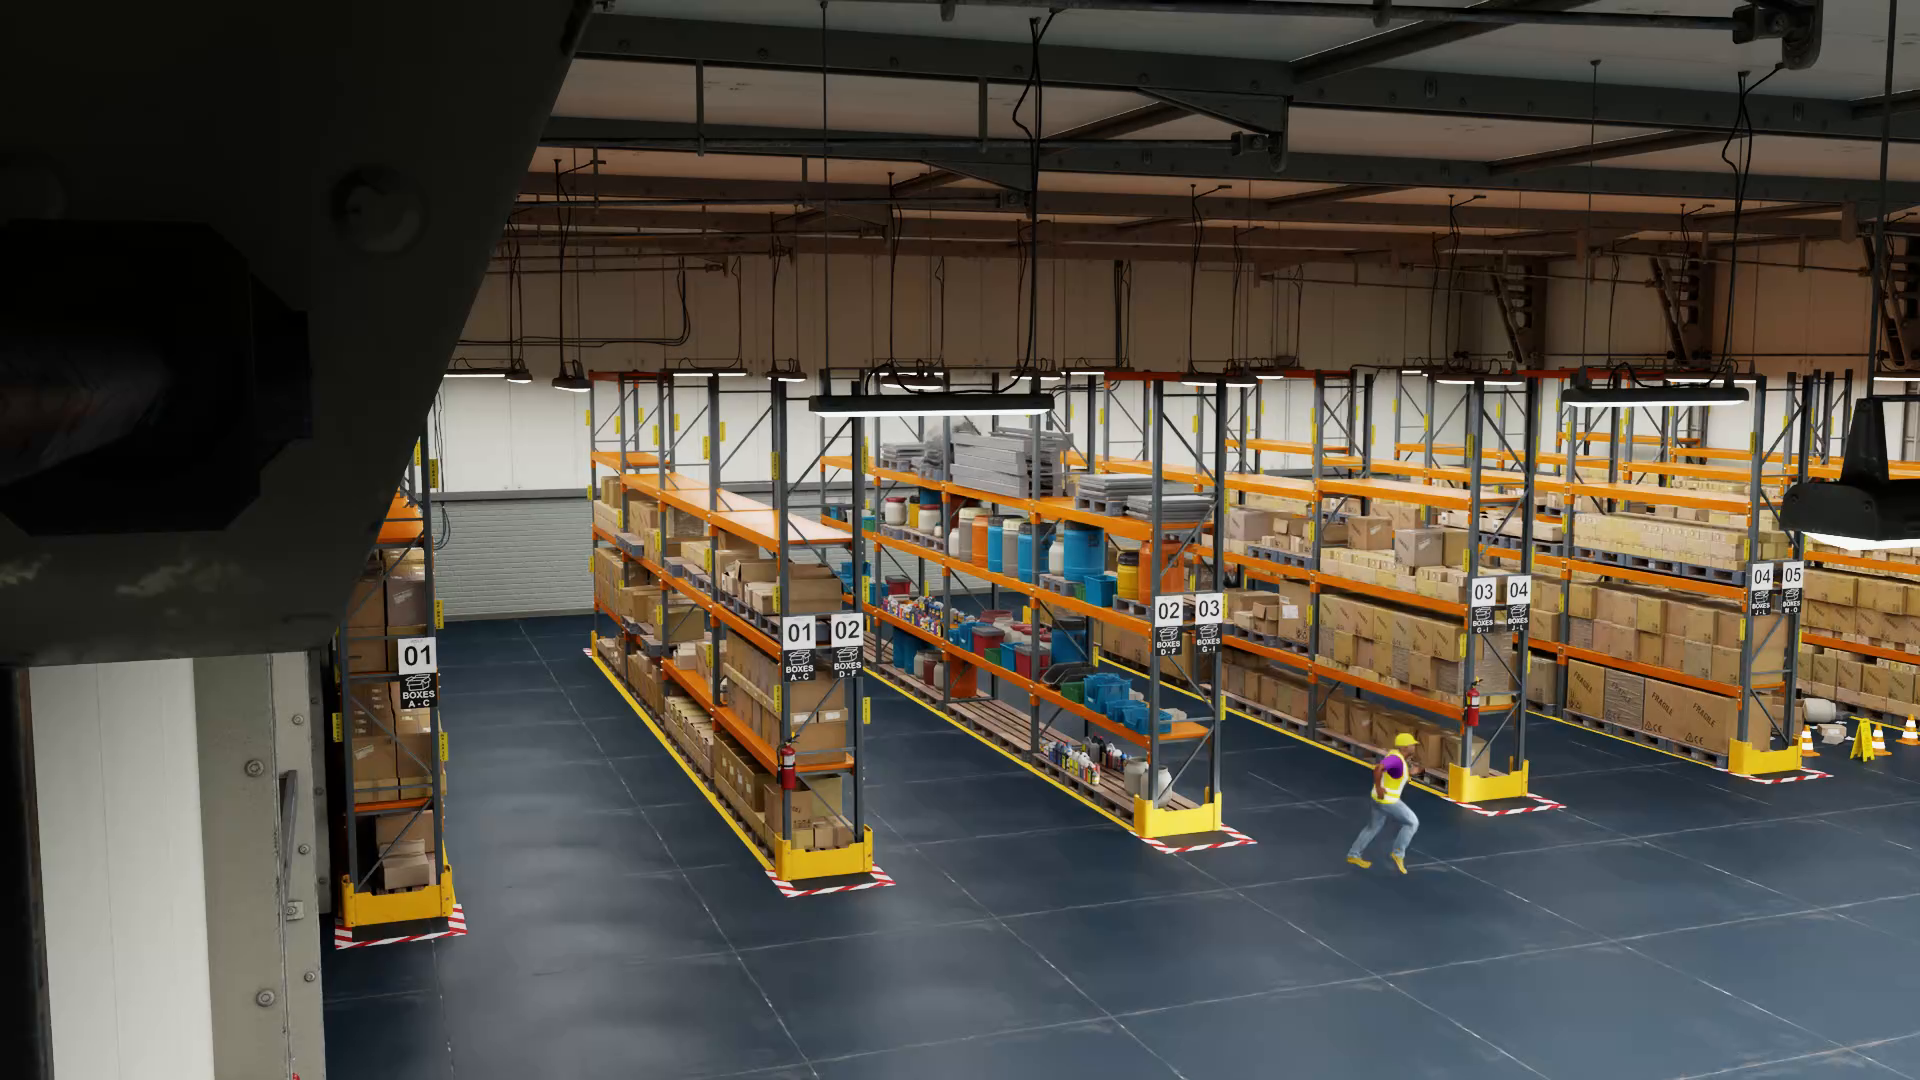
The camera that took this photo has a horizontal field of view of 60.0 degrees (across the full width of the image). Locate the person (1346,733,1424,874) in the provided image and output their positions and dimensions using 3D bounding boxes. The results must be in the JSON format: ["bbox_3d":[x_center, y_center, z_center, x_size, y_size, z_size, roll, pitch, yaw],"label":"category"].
[{"bbox_3d":[5.213,3.211,20.328,0.929,1.734,0.685,0,6,1],"label":"person"}]

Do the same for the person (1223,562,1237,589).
[{"bbox_3d":[6.046,1.347,37.035,0.636,1.766,0.858,-1,7,-12],"label":"person"}]
